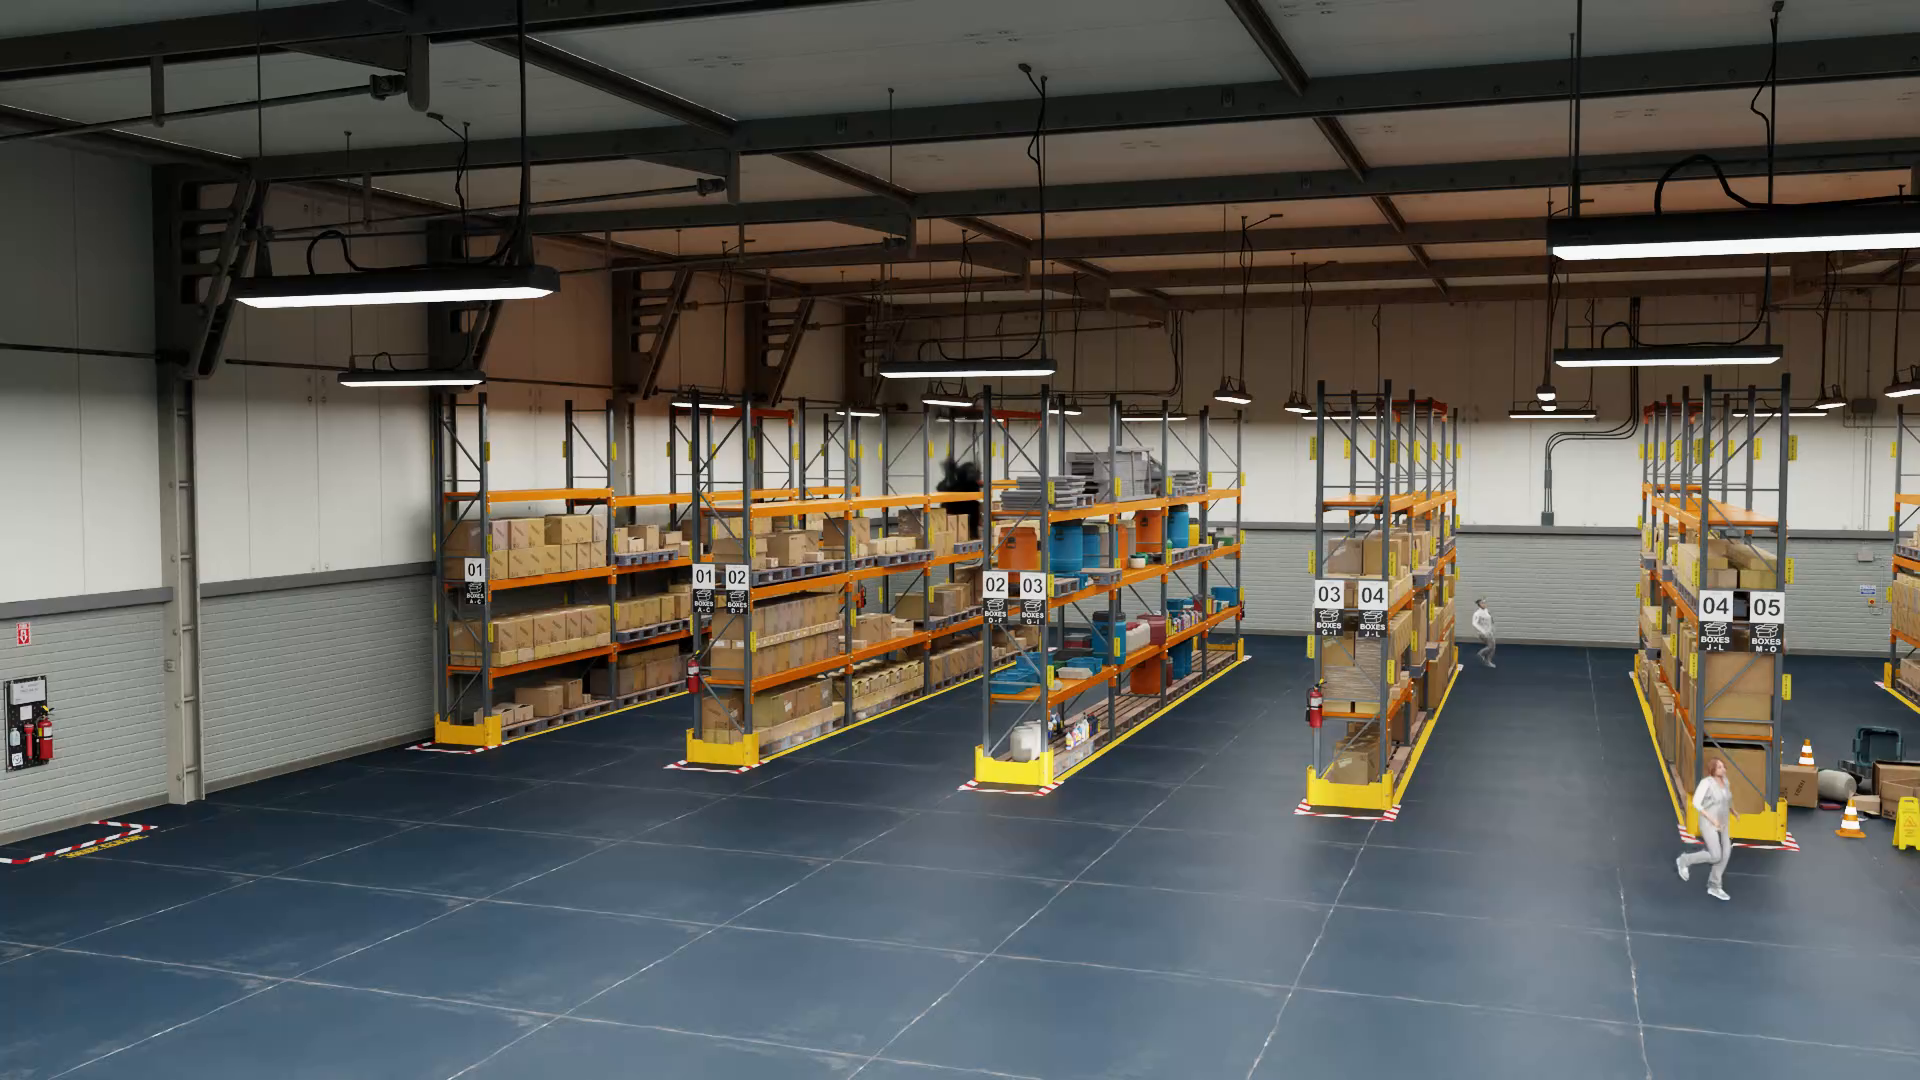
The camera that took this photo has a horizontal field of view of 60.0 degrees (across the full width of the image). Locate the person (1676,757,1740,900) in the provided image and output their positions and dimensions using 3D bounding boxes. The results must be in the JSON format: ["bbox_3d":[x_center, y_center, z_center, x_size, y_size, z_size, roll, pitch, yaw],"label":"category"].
[{"bbox_3d":[8.484,3.230,18.819,0.539,1.579,0.614,-1,3,-26],"label":"person"}]

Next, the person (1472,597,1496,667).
[{"bbox_3d":[12.183,2.144,38.662,0.654,1.631,0.496,-2,4,-38],"label":"person"}]
